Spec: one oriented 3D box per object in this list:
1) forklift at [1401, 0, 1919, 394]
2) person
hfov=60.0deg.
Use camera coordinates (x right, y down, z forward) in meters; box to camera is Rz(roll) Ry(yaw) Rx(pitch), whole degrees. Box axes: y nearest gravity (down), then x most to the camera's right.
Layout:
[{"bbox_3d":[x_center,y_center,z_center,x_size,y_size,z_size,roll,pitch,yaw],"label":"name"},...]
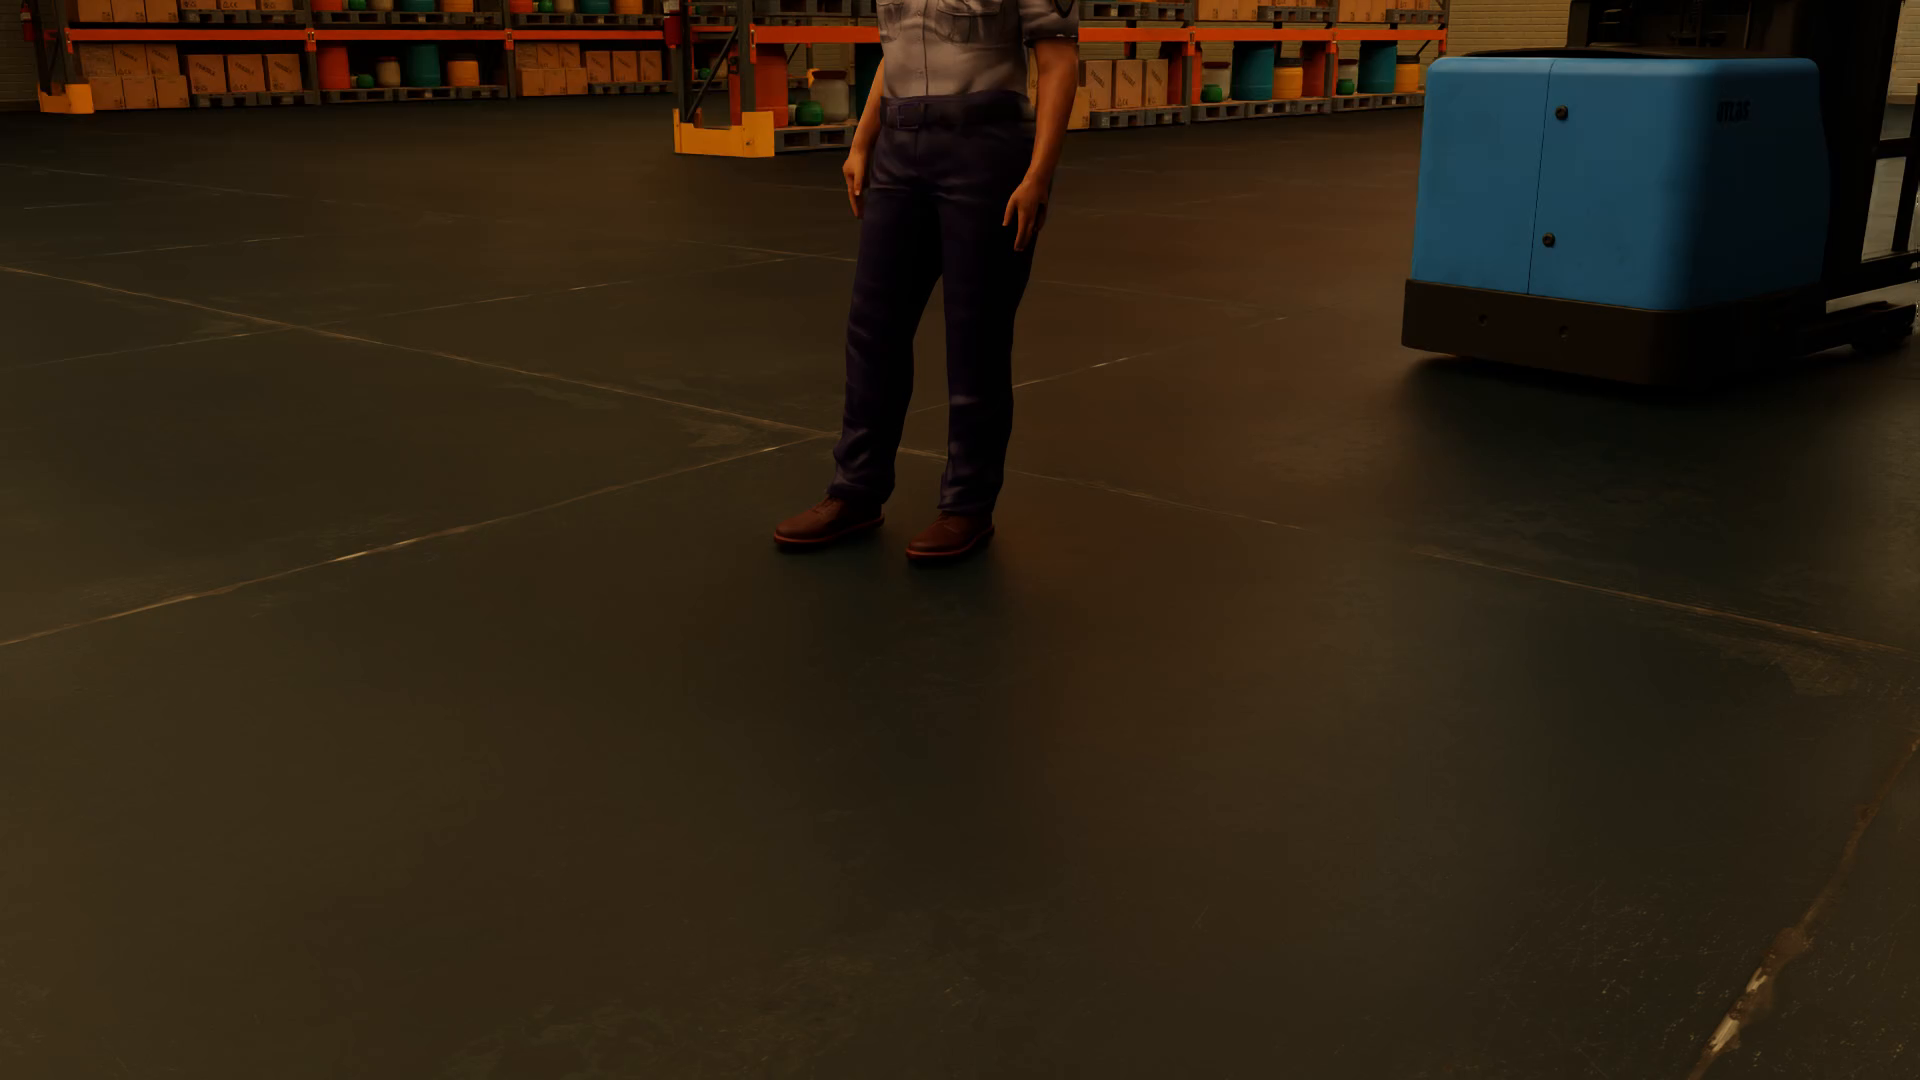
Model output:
[{"bbox_3d":[3.045,-2.213,6.186,3.031,2.935,1.130,-14,22,-39],"label":"forklift"},{"bbox_3d":[-0.074,-0.774,3.650,0.598,1.637,0.503,13,21,37],"label":"person"}]
